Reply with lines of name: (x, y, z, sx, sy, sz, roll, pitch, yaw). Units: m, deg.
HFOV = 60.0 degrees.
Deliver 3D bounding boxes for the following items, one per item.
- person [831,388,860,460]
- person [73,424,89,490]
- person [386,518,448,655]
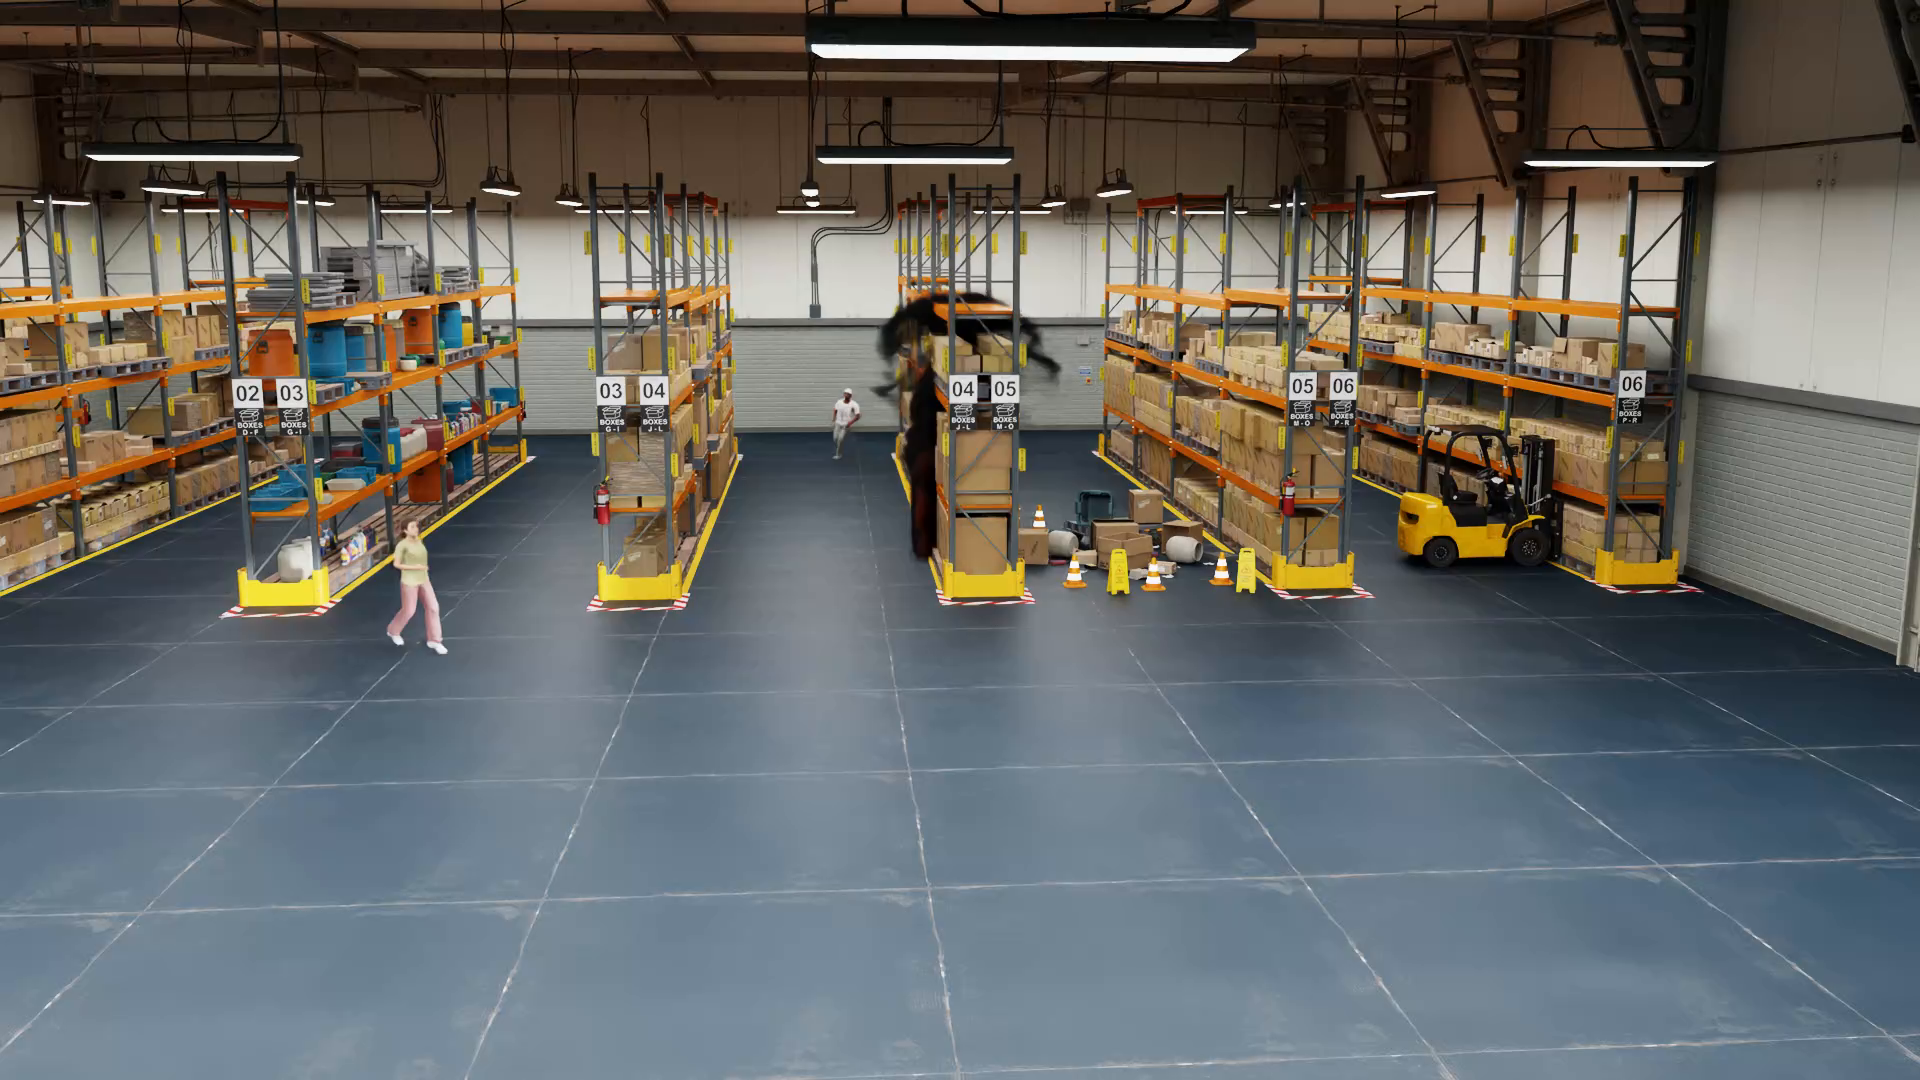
person: (-2.738, -2.739, 39.372, 0.747, 1.685, 0.532, 4, 11, 20)
person: (-16.490, -1.310, 31.119, 0.701, 1.727, 0.661, -2, 10, -10)
person: (-6.808, 0.561, 20.700, 0.914, 1.698, 0.584, 5, 11, 27)
